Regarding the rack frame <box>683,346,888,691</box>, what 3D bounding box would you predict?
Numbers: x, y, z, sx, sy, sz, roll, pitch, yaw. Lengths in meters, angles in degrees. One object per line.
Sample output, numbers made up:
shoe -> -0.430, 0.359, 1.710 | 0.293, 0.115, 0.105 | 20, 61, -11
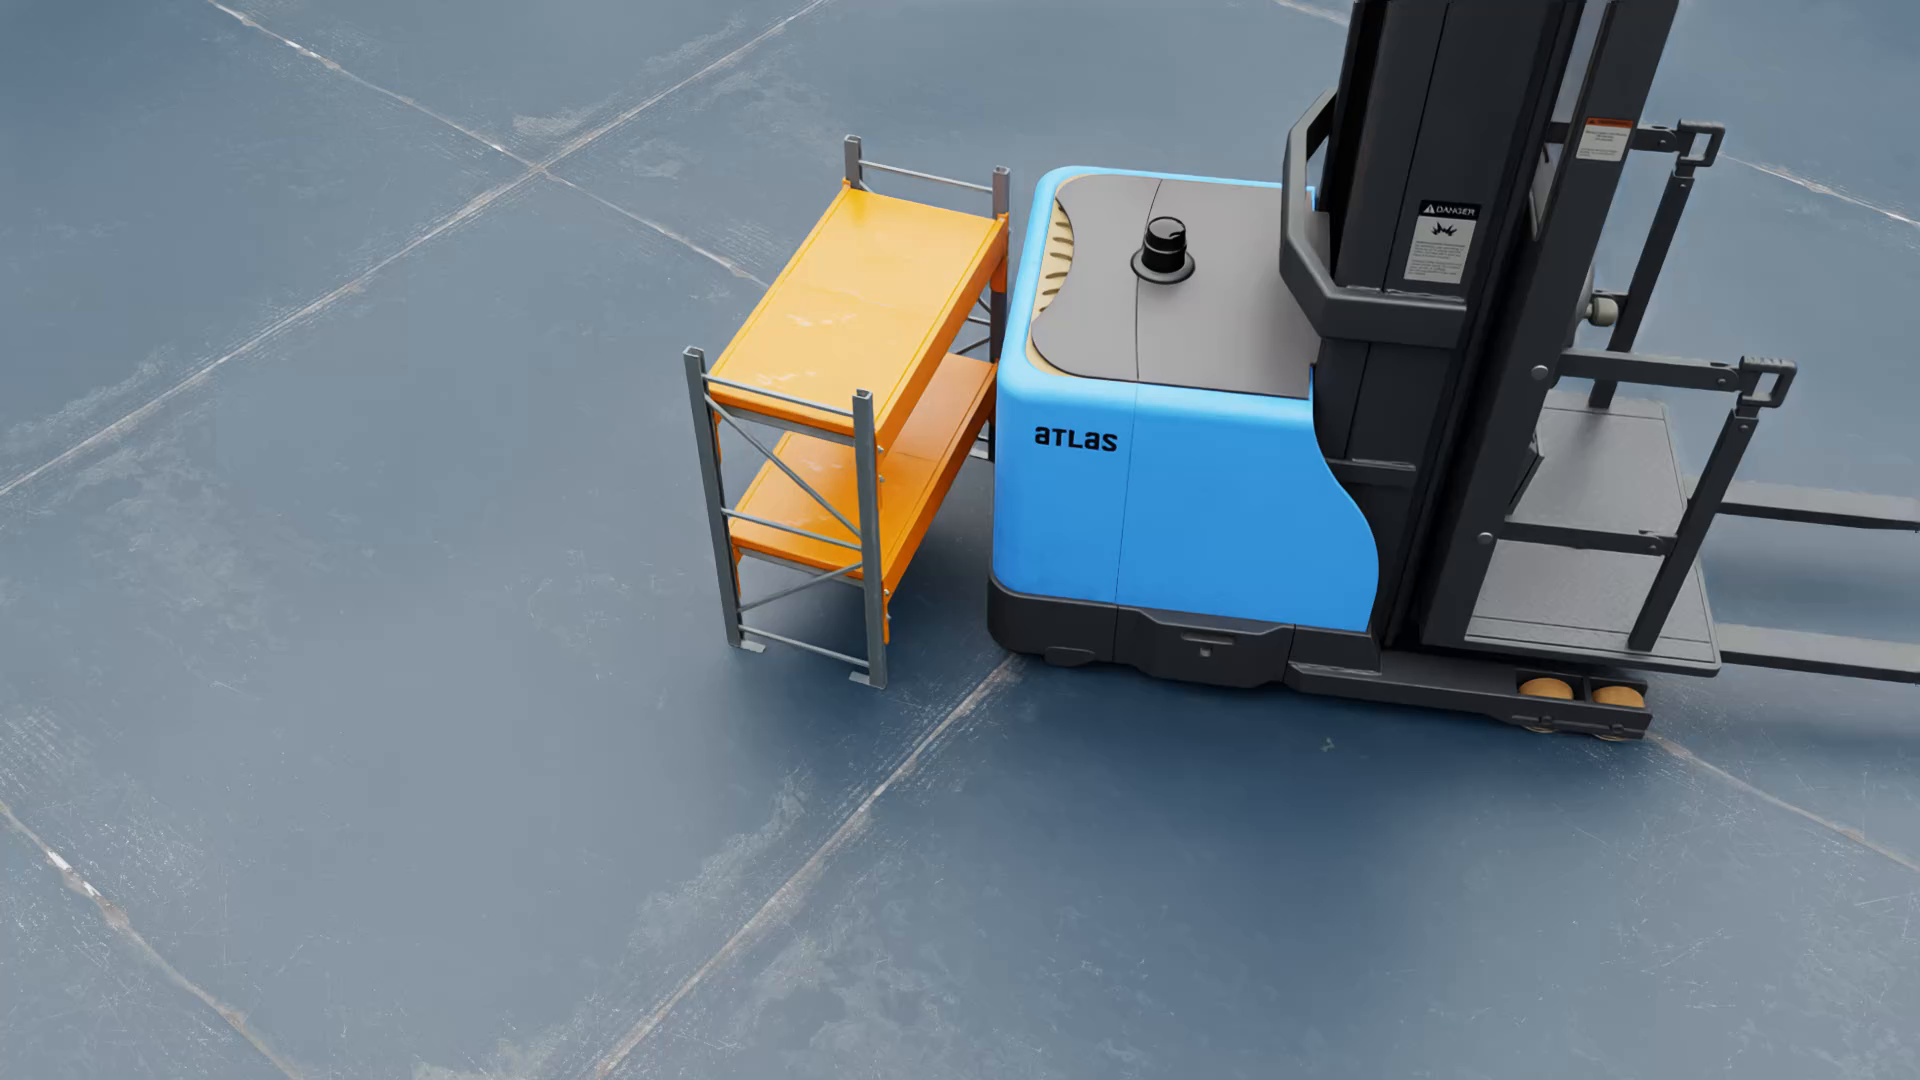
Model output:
rack frame -> -0.451, -0.024, 4.495 | 0.500, 1.125, 0.032 | 15, 48, 14

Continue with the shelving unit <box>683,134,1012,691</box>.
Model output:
shelving unit -> -0.274, -0.369, 4.825 | 0.538, 1.125, 1.048 | 15, 48, 14

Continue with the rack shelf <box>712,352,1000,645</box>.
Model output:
rack shelf -> -0.274, -0.200, 5.001 | 0.538, 0.278, 1.000 | 15, 48, 14

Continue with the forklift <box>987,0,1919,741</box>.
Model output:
forklift -> 1.642, -0.859, 4.044 | 3.031, 2.935, 1.130 | 6, 47, 6

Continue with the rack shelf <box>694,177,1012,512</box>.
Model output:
rack shelf -> -0.274, -0.571, 4.613 | 0.538, 0.278, 1.000 | 15, 48, 14

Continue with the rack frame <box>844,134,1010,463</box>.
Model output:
rack frame -> -0.097, -0.713, 5.154 | 0.500, 1.125, 0.032 | 15, 48, 14
